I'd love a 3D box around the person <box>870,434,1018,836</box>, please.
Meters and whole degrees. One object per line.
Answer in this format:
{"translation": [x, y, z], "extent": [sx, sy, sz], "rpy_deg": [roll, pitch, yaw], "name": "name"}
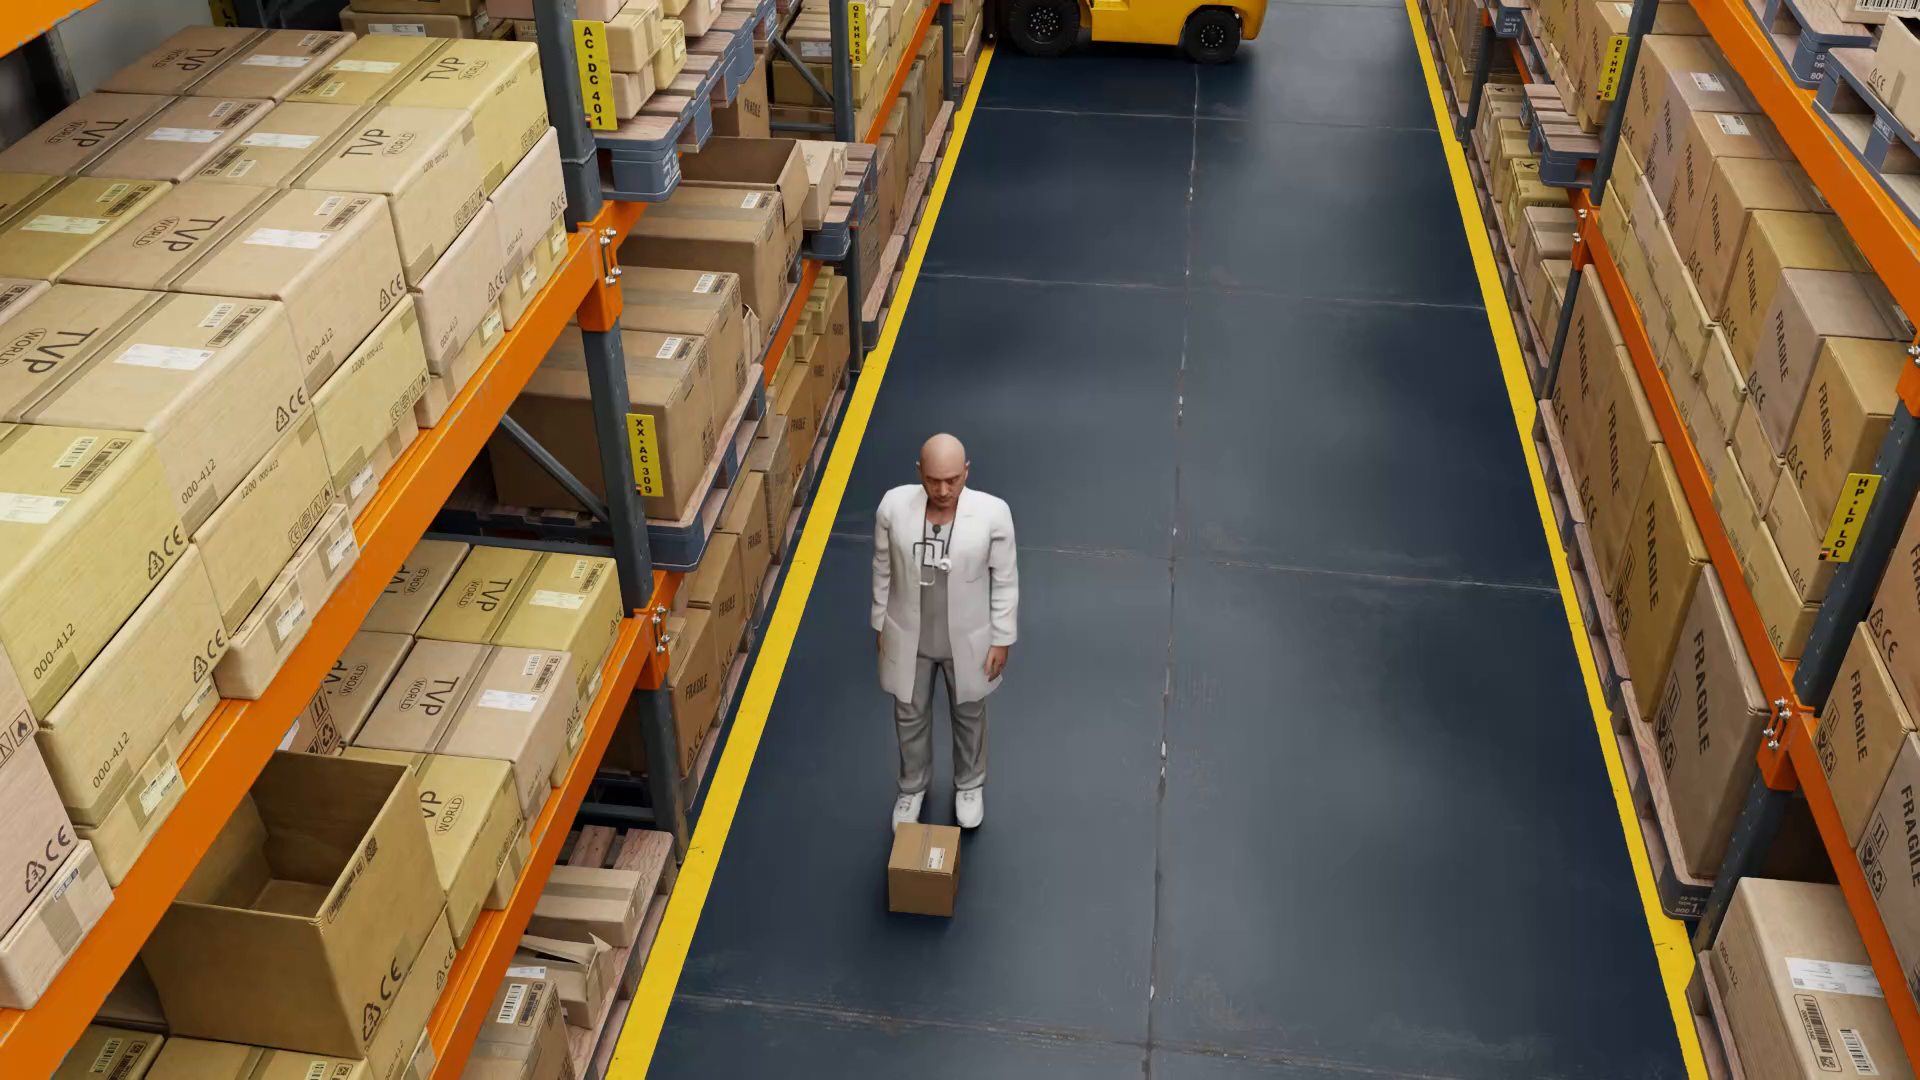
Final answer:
{"translation": [-0.071, 0.400, 6.505], "extent": [0.582, 1.812, 0.426], "rpy_deg": [4, 36, 6], "name": "person"}
